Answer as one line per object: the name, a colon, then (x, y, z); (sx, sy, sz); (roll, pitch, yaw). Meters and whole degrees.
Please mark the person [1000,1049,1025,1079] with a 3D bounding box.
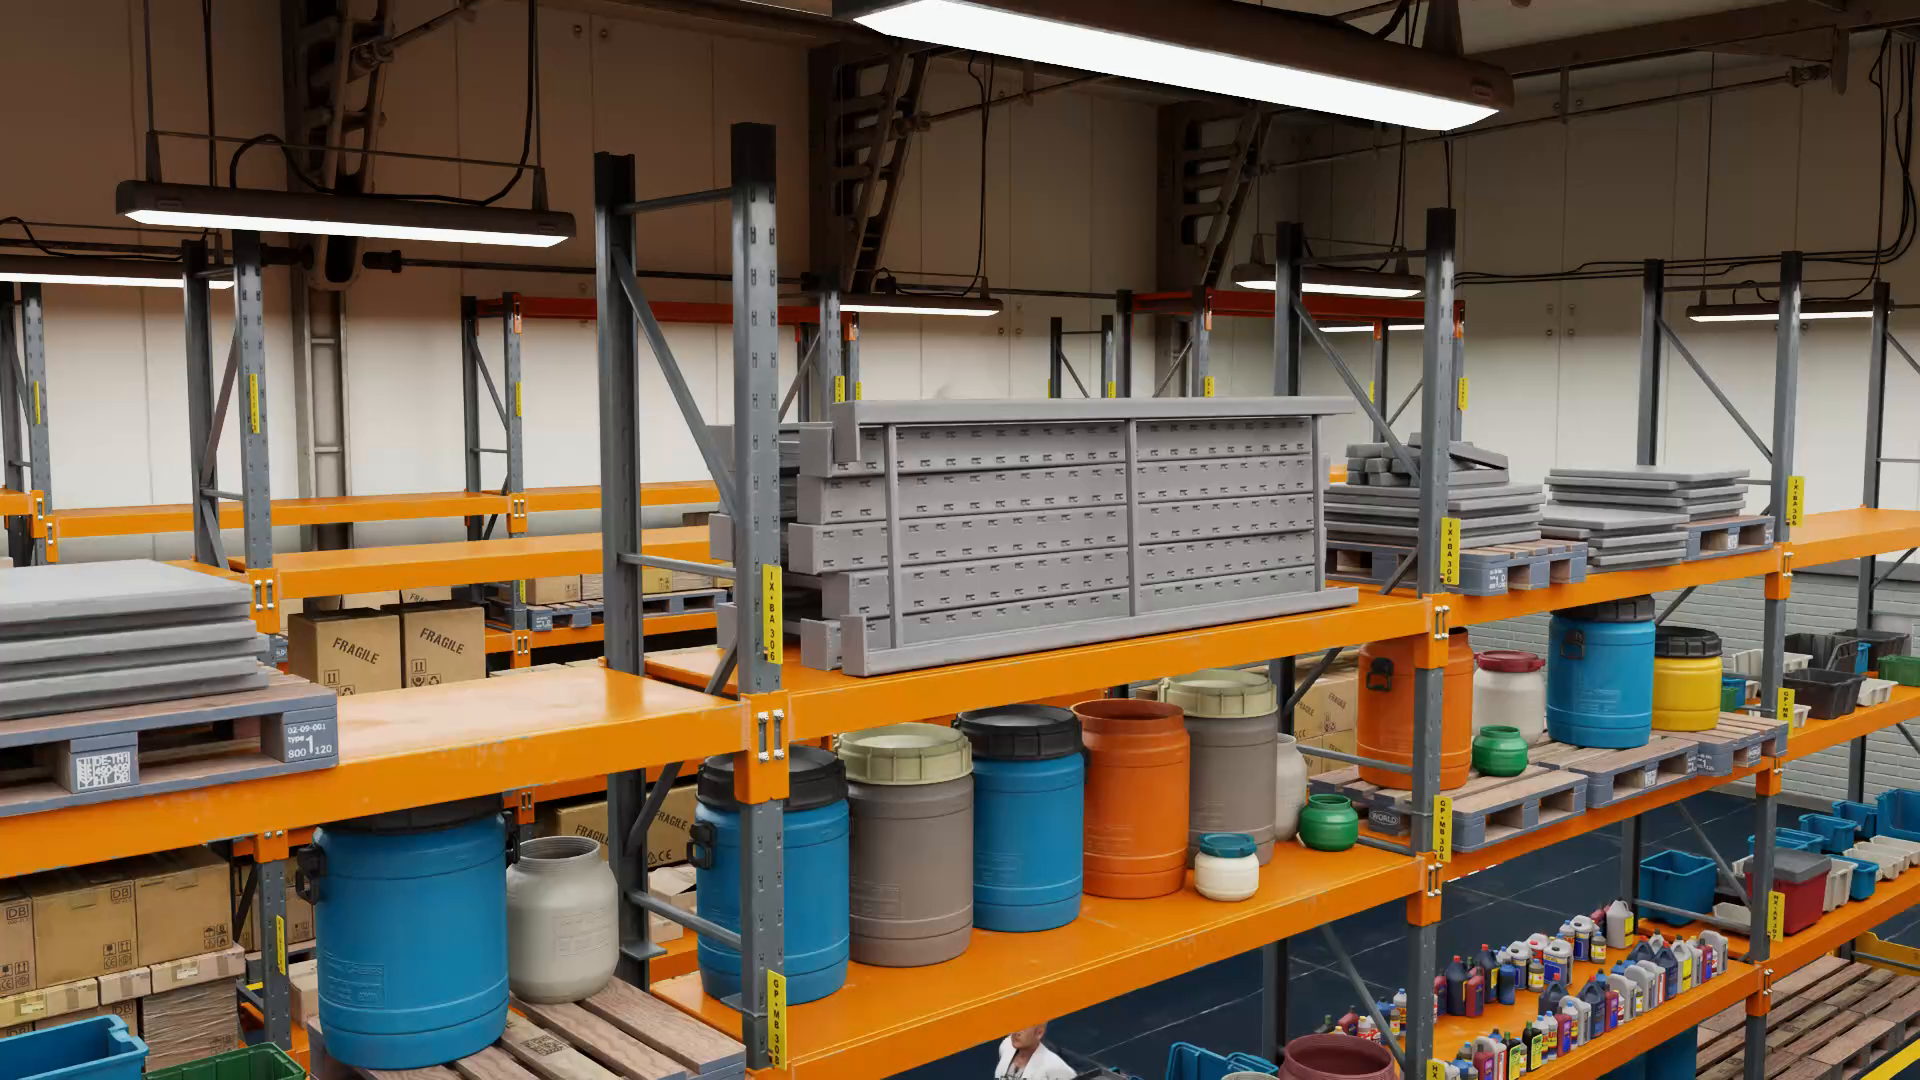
person: (0.404, 3.543, 9.399); (0.239, 1.484, 0.505); (5, 8, 44)
